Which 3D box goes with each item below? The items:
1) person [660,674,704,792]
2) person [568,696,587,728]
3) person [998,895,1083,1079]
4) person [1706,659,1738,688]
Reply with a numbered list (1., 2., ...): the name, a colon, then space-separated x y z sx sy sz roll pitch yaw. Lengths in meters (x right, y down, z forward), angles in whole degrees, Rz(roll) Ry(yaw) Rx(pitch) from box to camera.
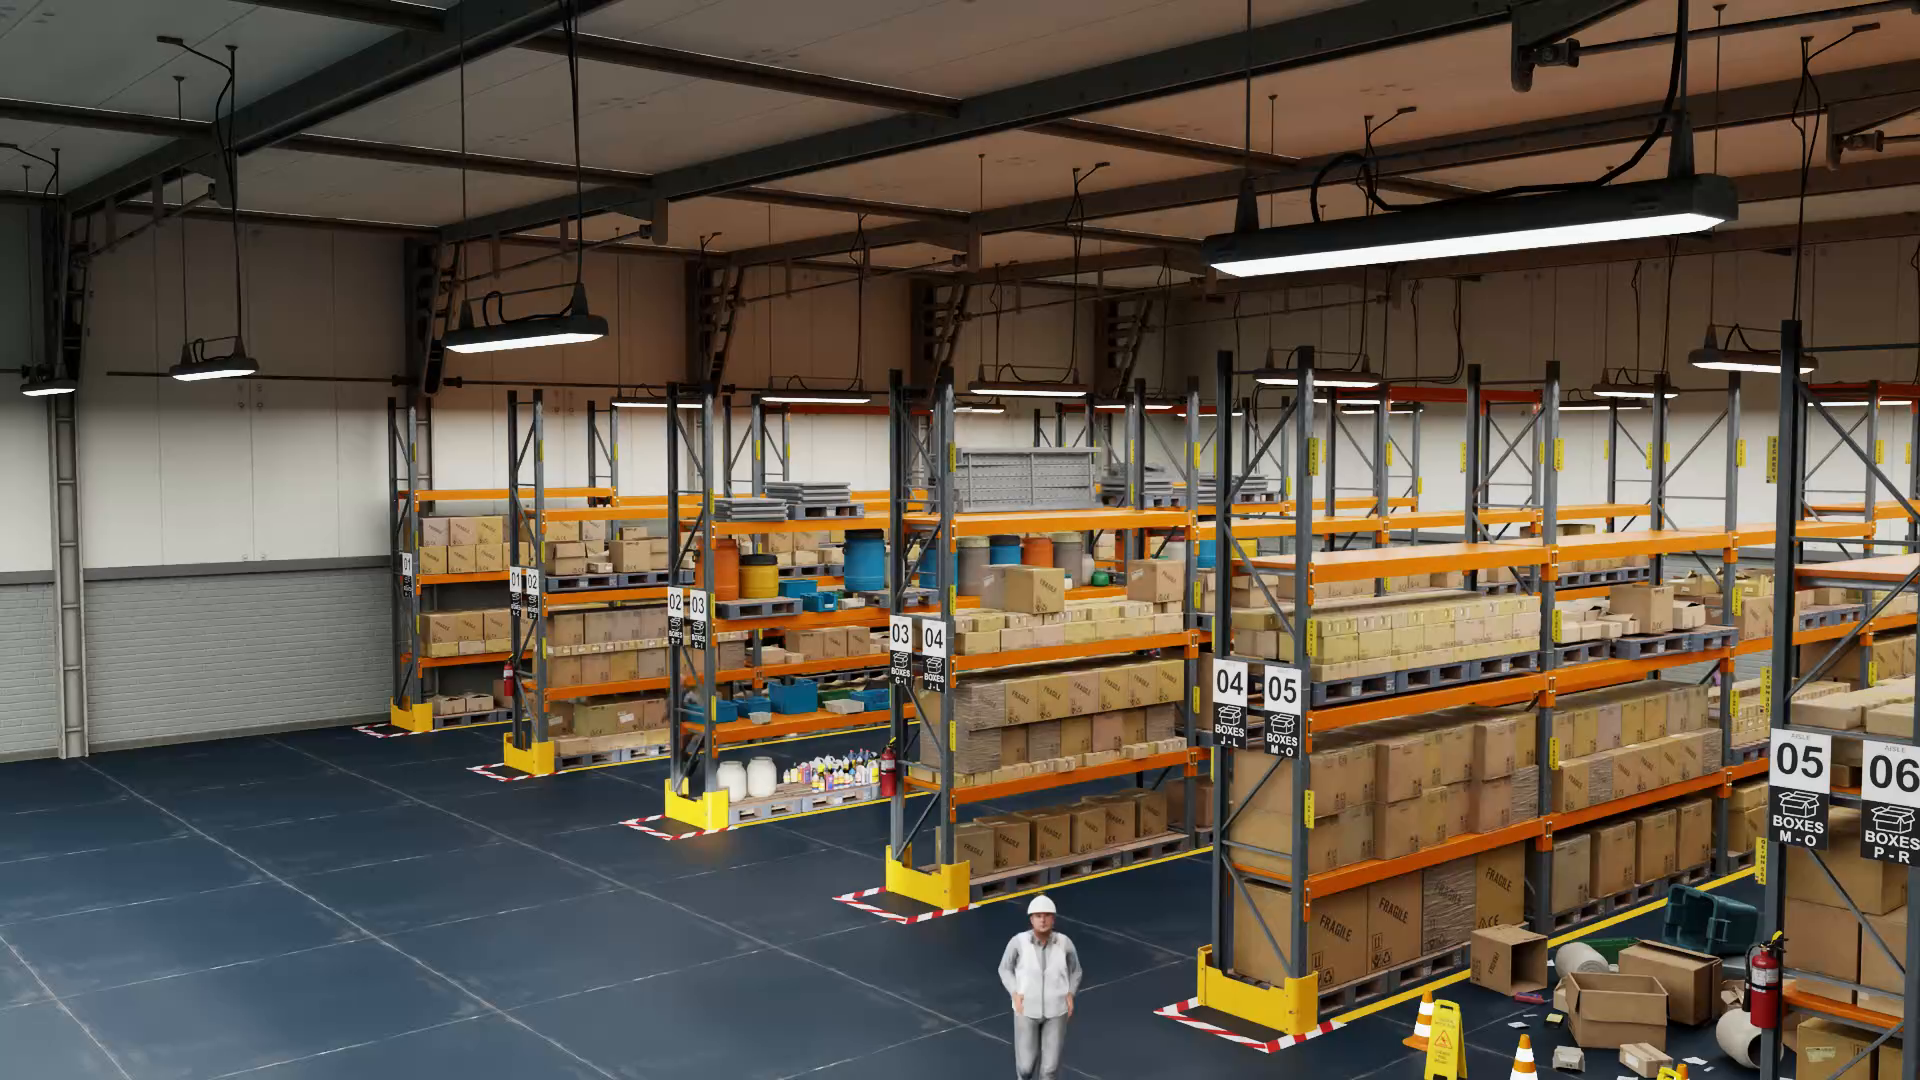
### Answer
1. person: -4.140 2.862 24.939 0.668 1.726 0.897 2 4 36
2. person: -6.612 2.594 29.124 0.699 1.766 0.927 2 4 31
3. person: 0.594 3.558 12.654 0.595 1.727 0.580 0 3 -3
4. person: 12.926 2.777 28.112 0.540 1.508 0.507 1 3 10
